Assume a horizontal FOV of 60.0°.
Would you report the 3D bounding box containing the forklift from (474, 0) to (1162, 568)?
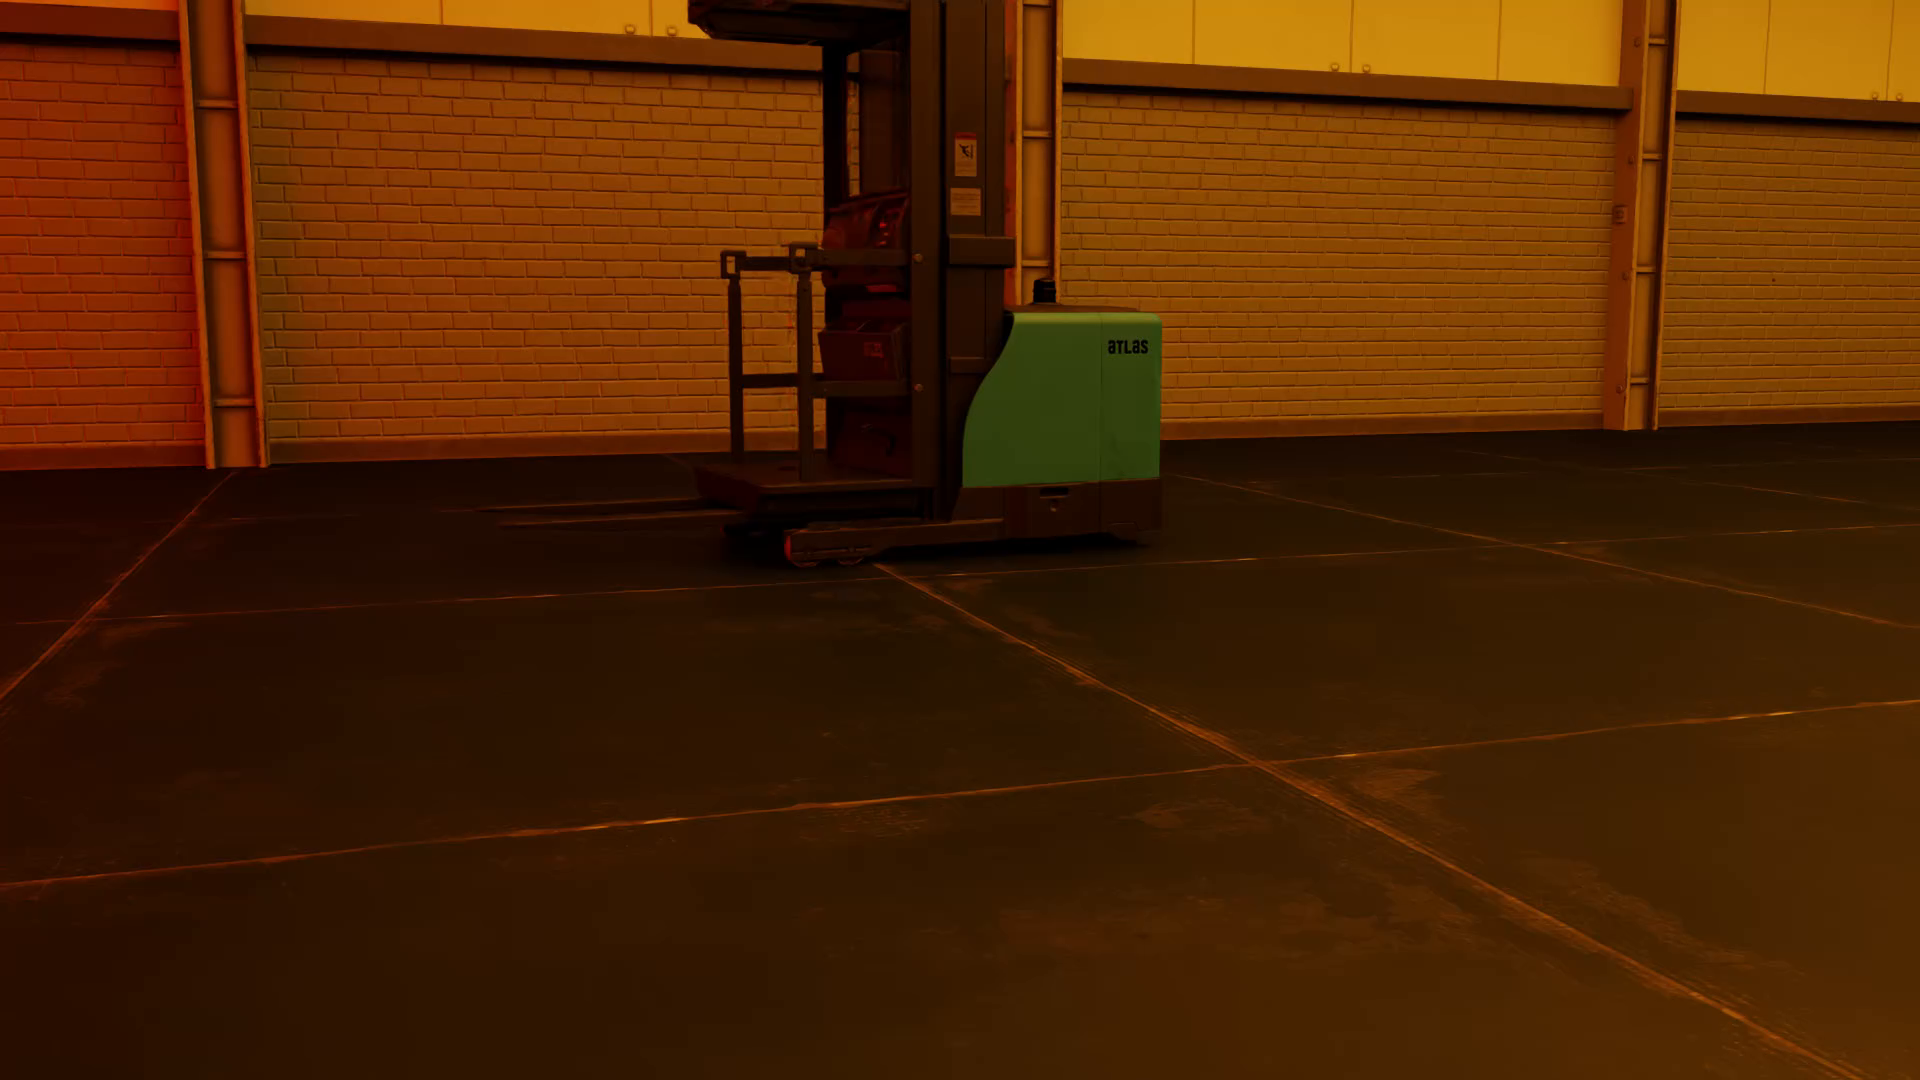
[{"bbox_3d":[-0.614,-1.412,7.432,3.031,2.935,1.130,-4,9,-24],"label":"forklift"}]
